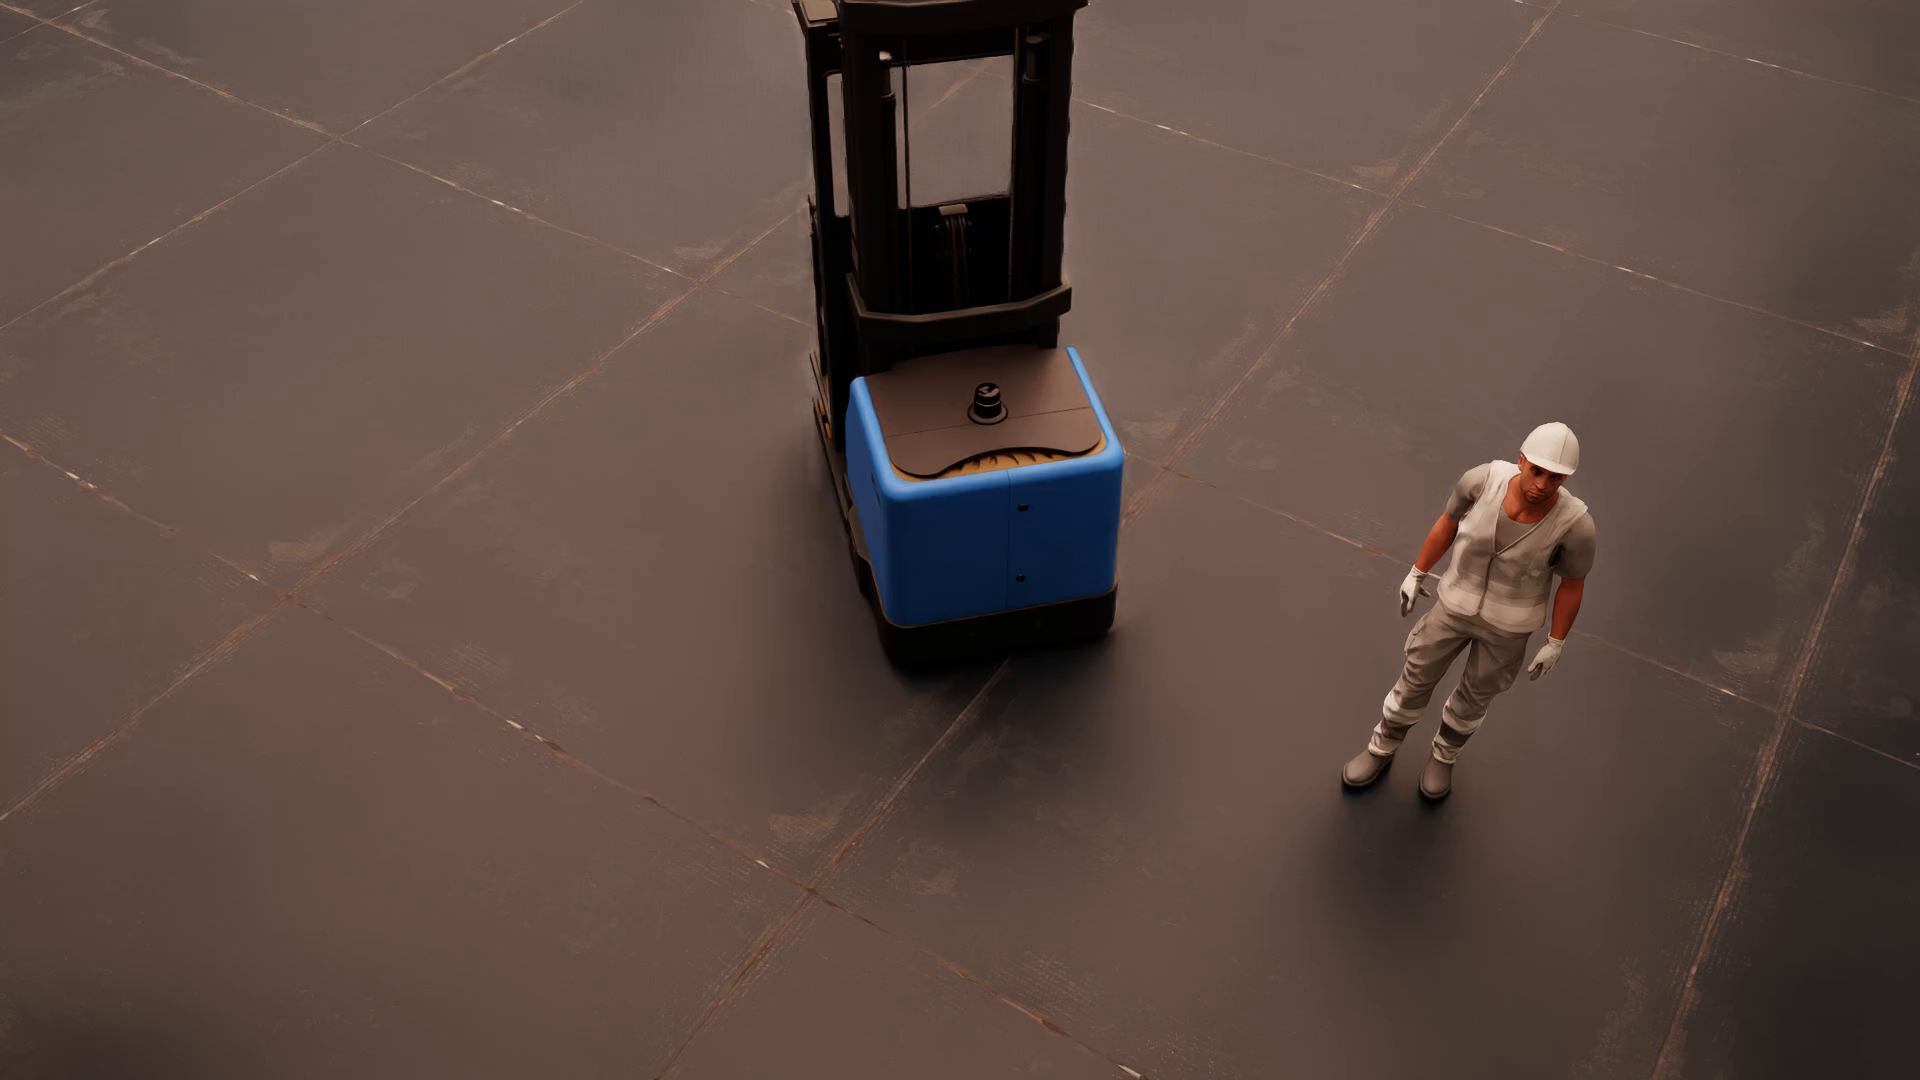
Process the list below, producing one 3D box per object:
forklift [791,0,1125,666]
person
[{"bbox_3d":[-0.134,-1.541,7.474,1.130,2.935,3.031,-9,44,-9],"label":"forklift"},{"bbox_3d":[1.966,0.318,6.332,0.637,1.786,0.566,25,49,24],"label":"person"}]
